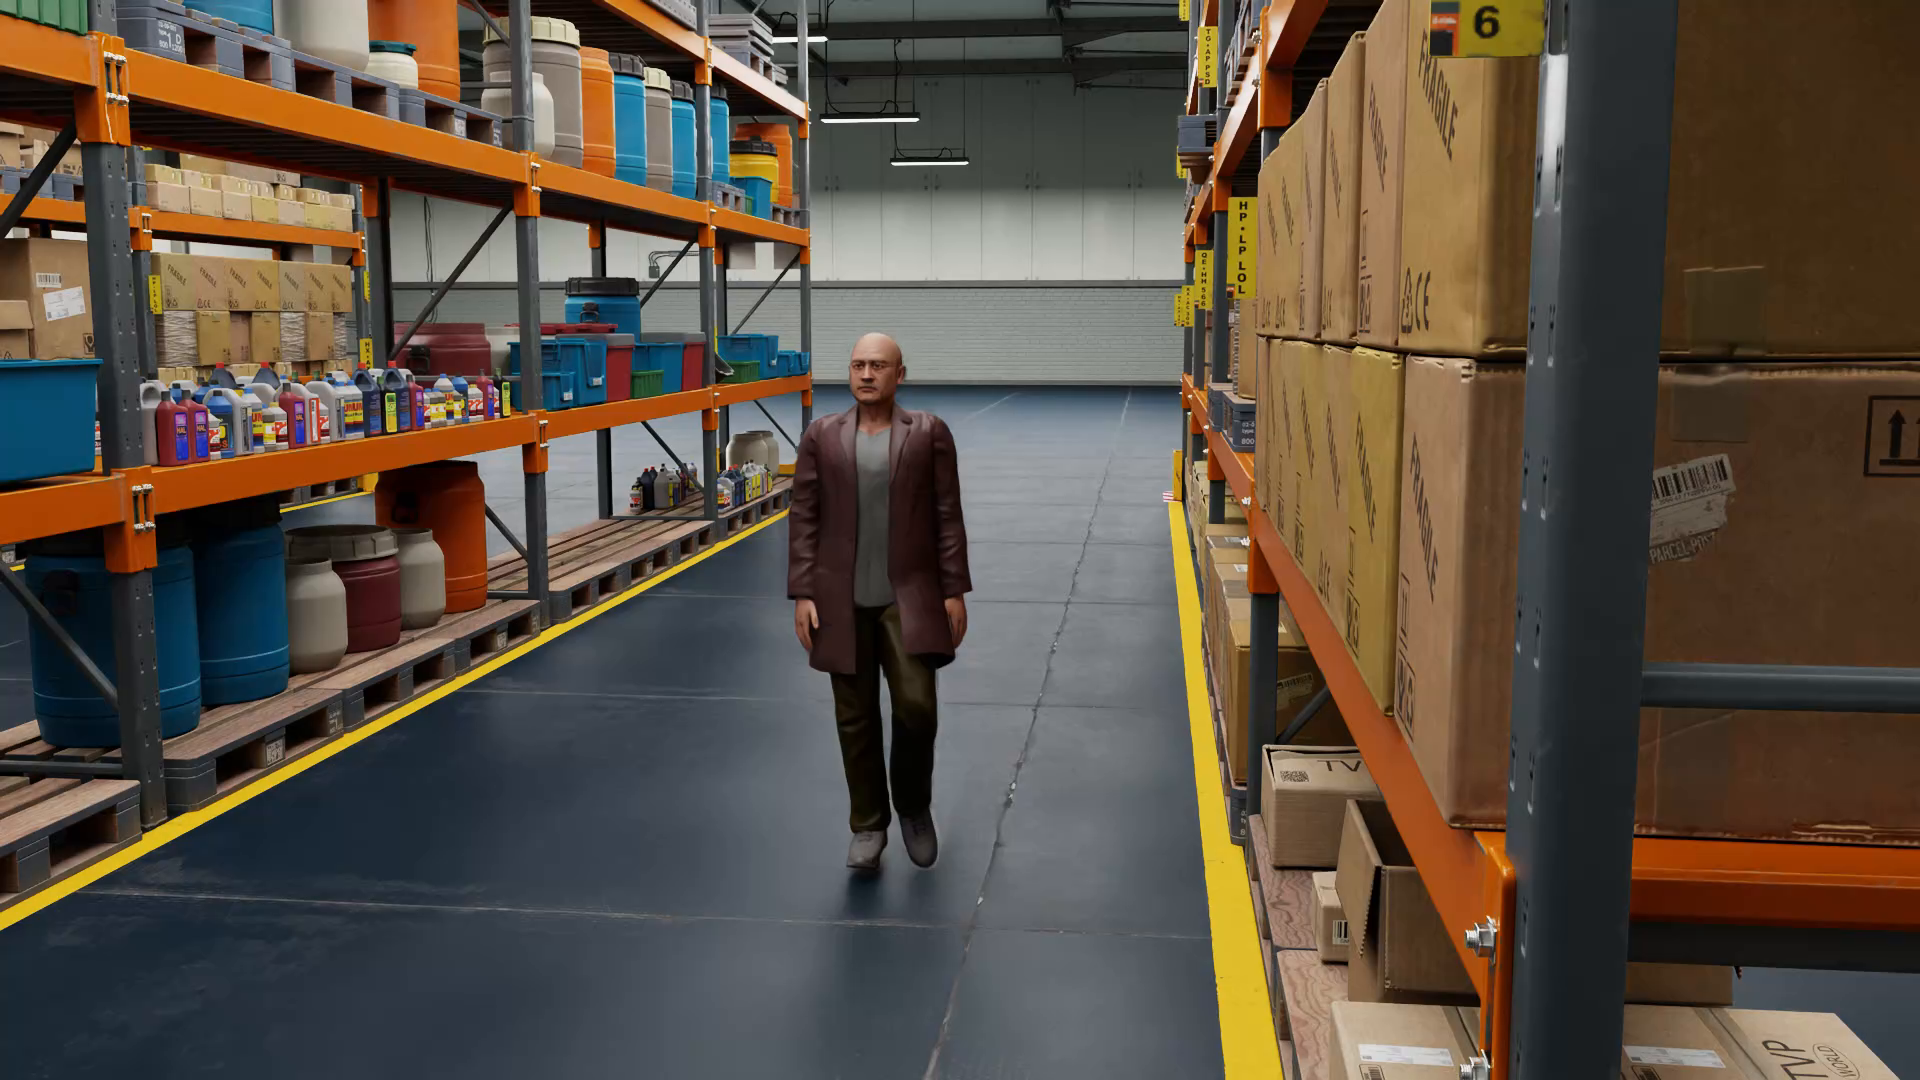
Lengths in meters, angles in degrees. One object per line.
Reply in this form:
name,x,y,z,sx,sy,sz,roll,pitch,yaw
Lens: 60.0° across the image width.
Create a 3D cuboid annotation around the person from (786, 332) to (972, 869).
person,-0.275,0.219,5.508,0.616,1.798,0.476,1,7,5
